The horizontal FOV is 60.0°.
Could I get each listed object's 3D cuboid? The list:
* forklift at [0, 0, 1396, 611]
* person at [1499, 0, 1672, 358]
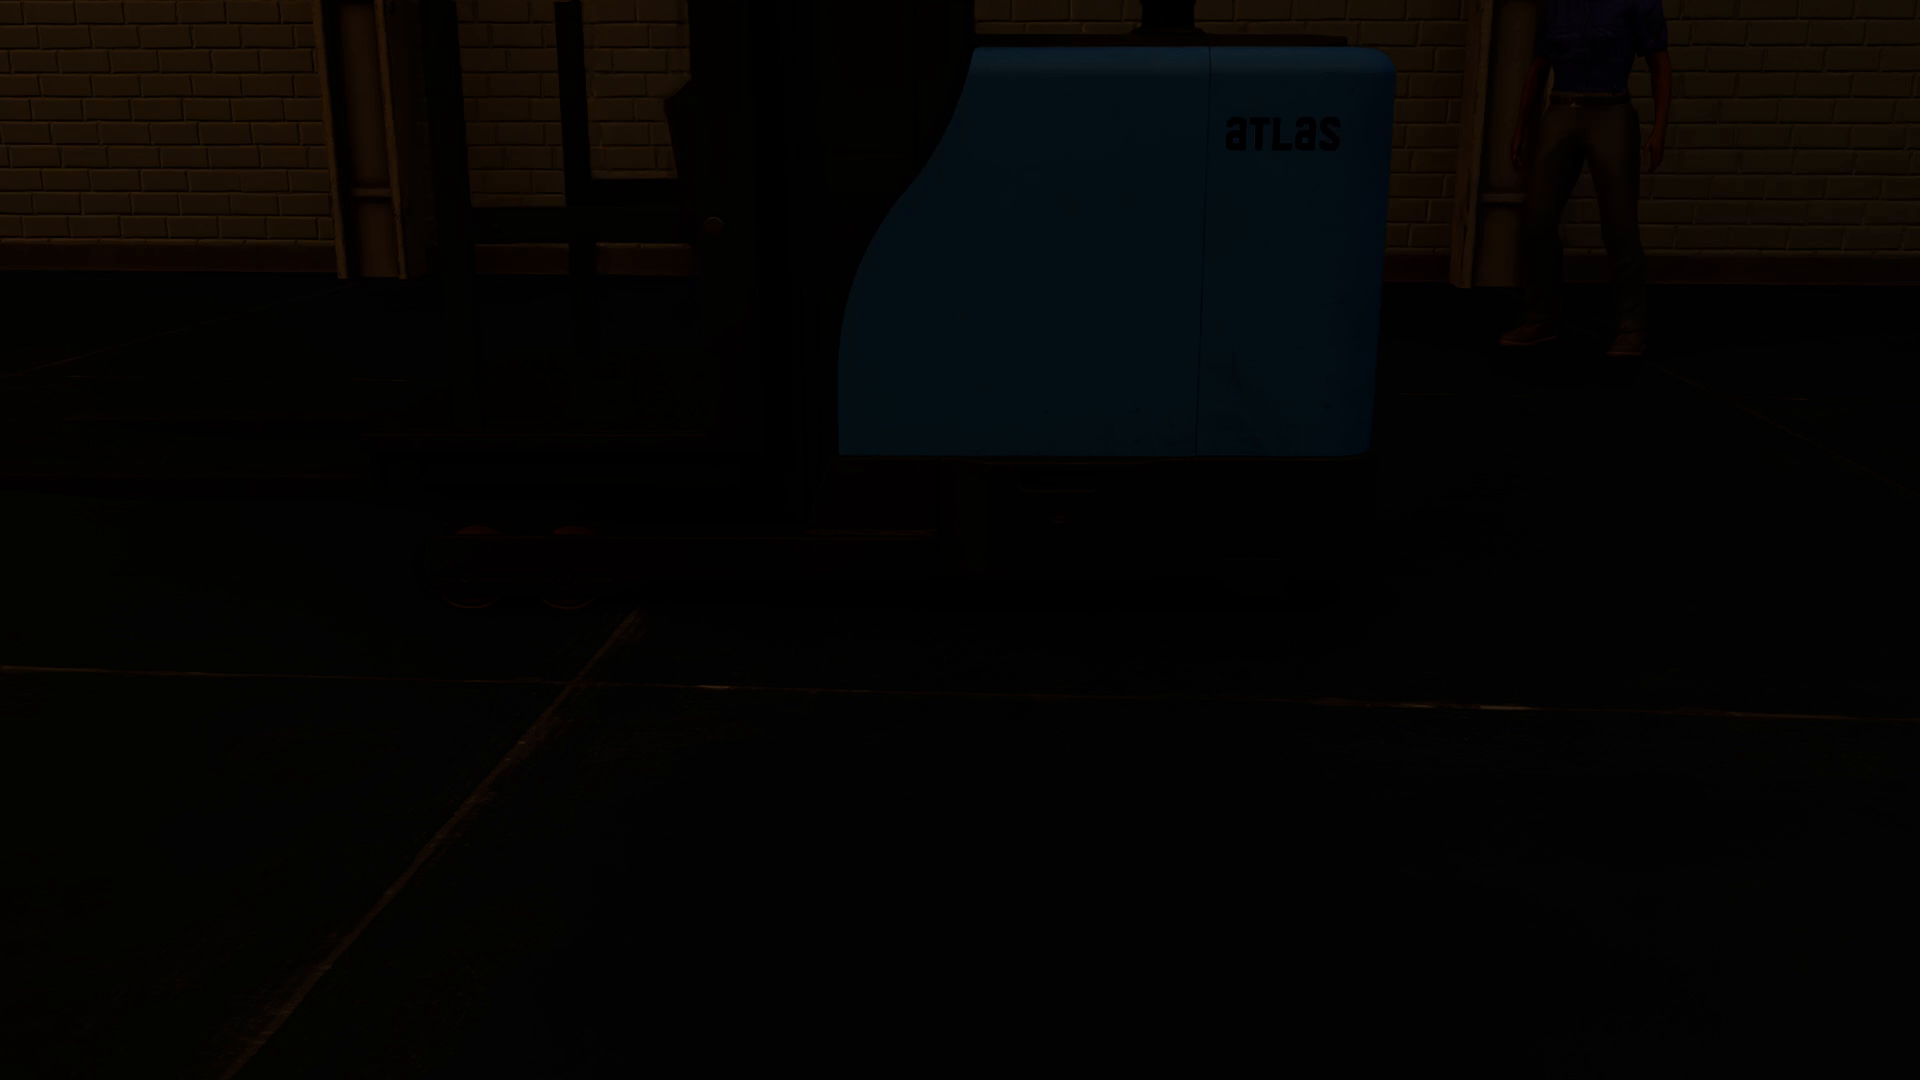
[{"bbox_3d":[-0.681,-1.413,3.424,3.031,2.935,1.130,0,15,1],"label":"forklift"},{"bbox_3d":[2.428,-1.559,6.417,0.626,1.649,0.373,13,20,40],"label":"person"}]
